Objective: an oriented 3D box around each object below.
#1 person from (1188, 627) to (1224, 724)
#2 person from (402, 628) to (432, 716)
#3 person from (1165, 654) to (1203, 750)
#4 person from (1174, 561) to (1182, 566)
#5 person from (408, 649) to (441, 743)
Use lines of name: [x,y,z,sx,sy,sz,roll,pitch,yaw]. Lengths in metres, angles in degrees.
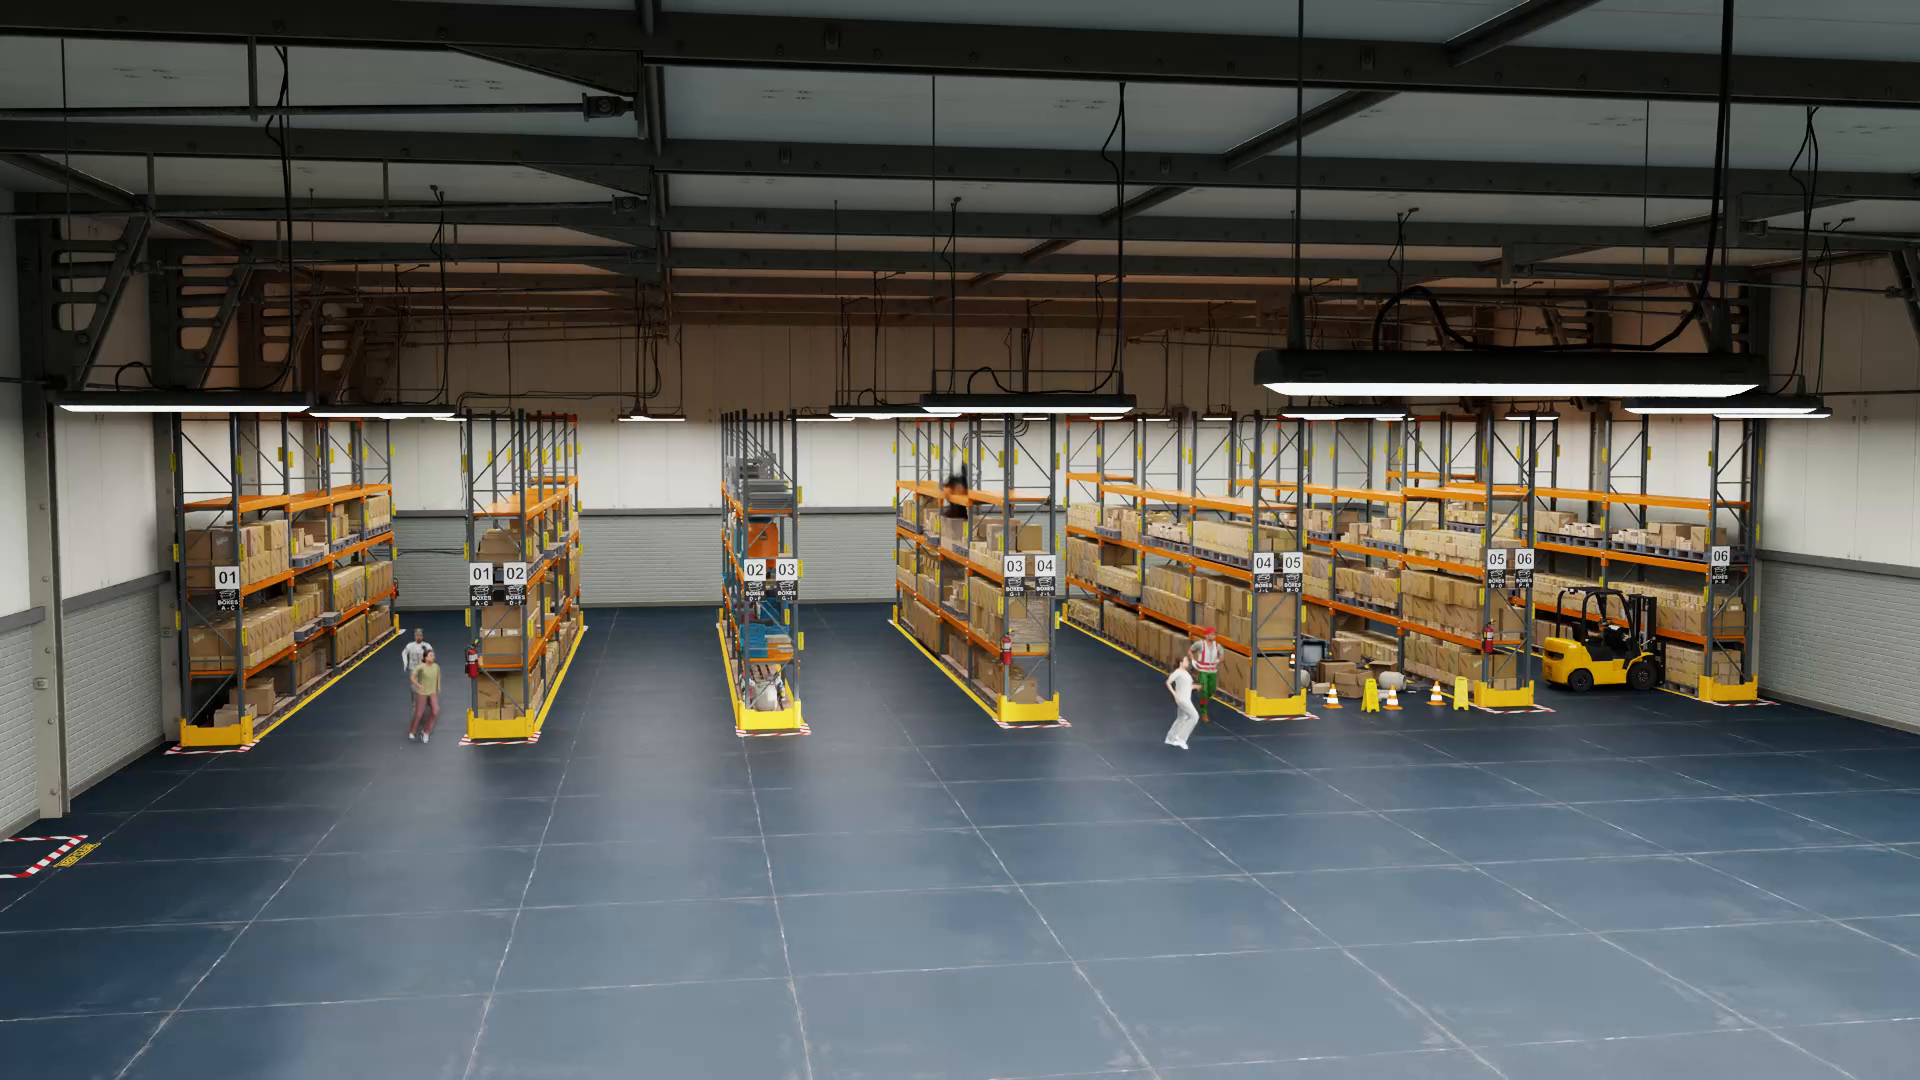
person: [4.825,2.576,32.244,0.670,1.789,0.986,-1,4,-17]
person: [-10.642,2.601,32.694,0.576,1.749,0.719,-2,4,-21]
person: [3.936,2.844,29.275,0.681,1.668,0.536,1,4,21]
person: [6.607,1.414,50.489,0.556,1.585,0.560,-1,4,-11]
person: [-9.637,2.808,30.116,0.639,1.661,0.652,-3,5,-41]
